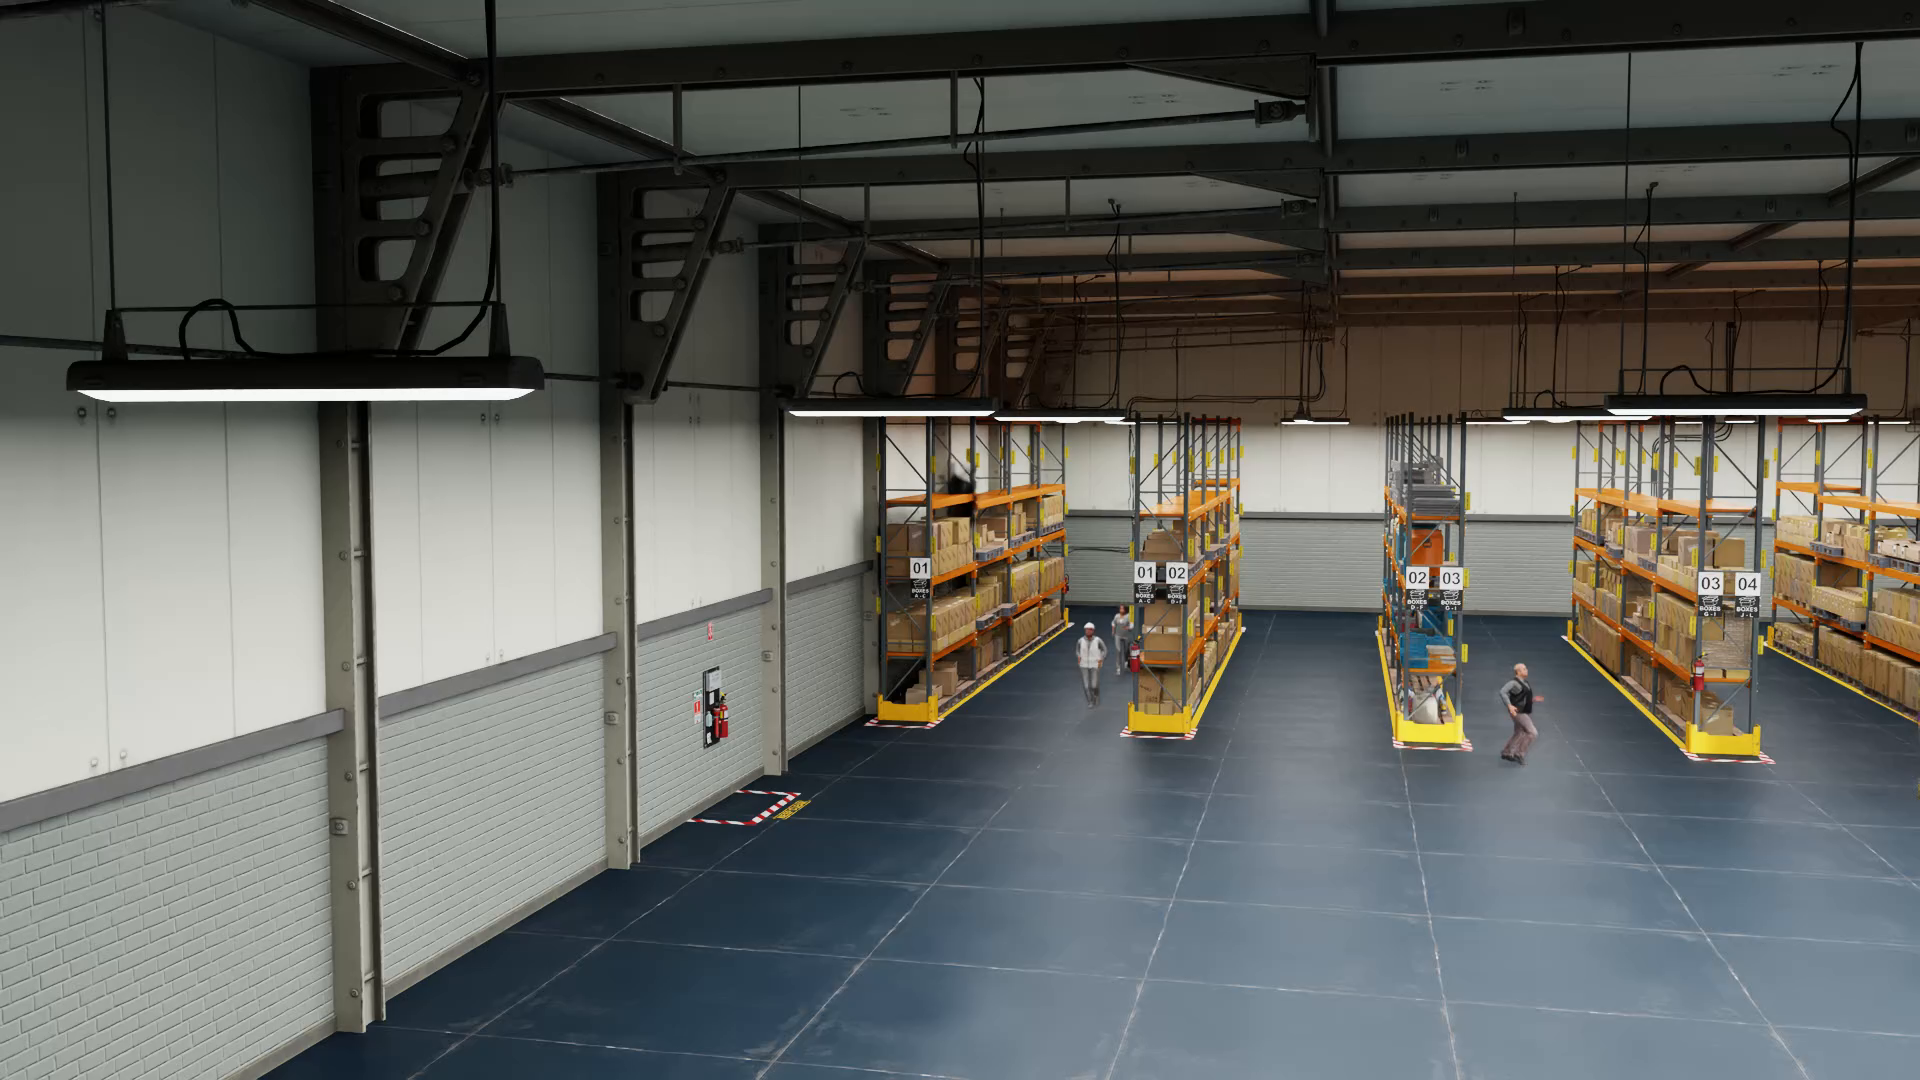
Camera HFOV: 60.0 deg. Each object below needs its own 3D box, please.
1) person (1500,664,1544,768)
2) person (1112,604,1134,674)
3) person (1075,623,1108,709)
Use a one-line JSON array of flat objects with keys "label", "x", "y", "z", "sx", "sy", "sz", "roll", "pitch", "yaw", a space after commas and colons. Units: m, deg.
[{"label": "person", "x": 9.497, "y": 2.966, "z": 28.131, "sx": 0.720, "sy": 1.746, "sz": 0.626, "roll": 3, "pitch": 5, "yaw": 34}, {"label": "person", "x": 3.777, "y": 2.287, "z": 38.707, "sx": 0.537, "sy": 1.585, "sz": 0.893, "roll": 1, "pitch": 4, "yaw": 12}, {"label": "person", "x": 2.577, "y": 2.506, "z": 33.001, "sx": 0.635, "sy": 1.727, "sz": 0.564, "roll": 1, "pitch": 4, "yaw": 16}]
